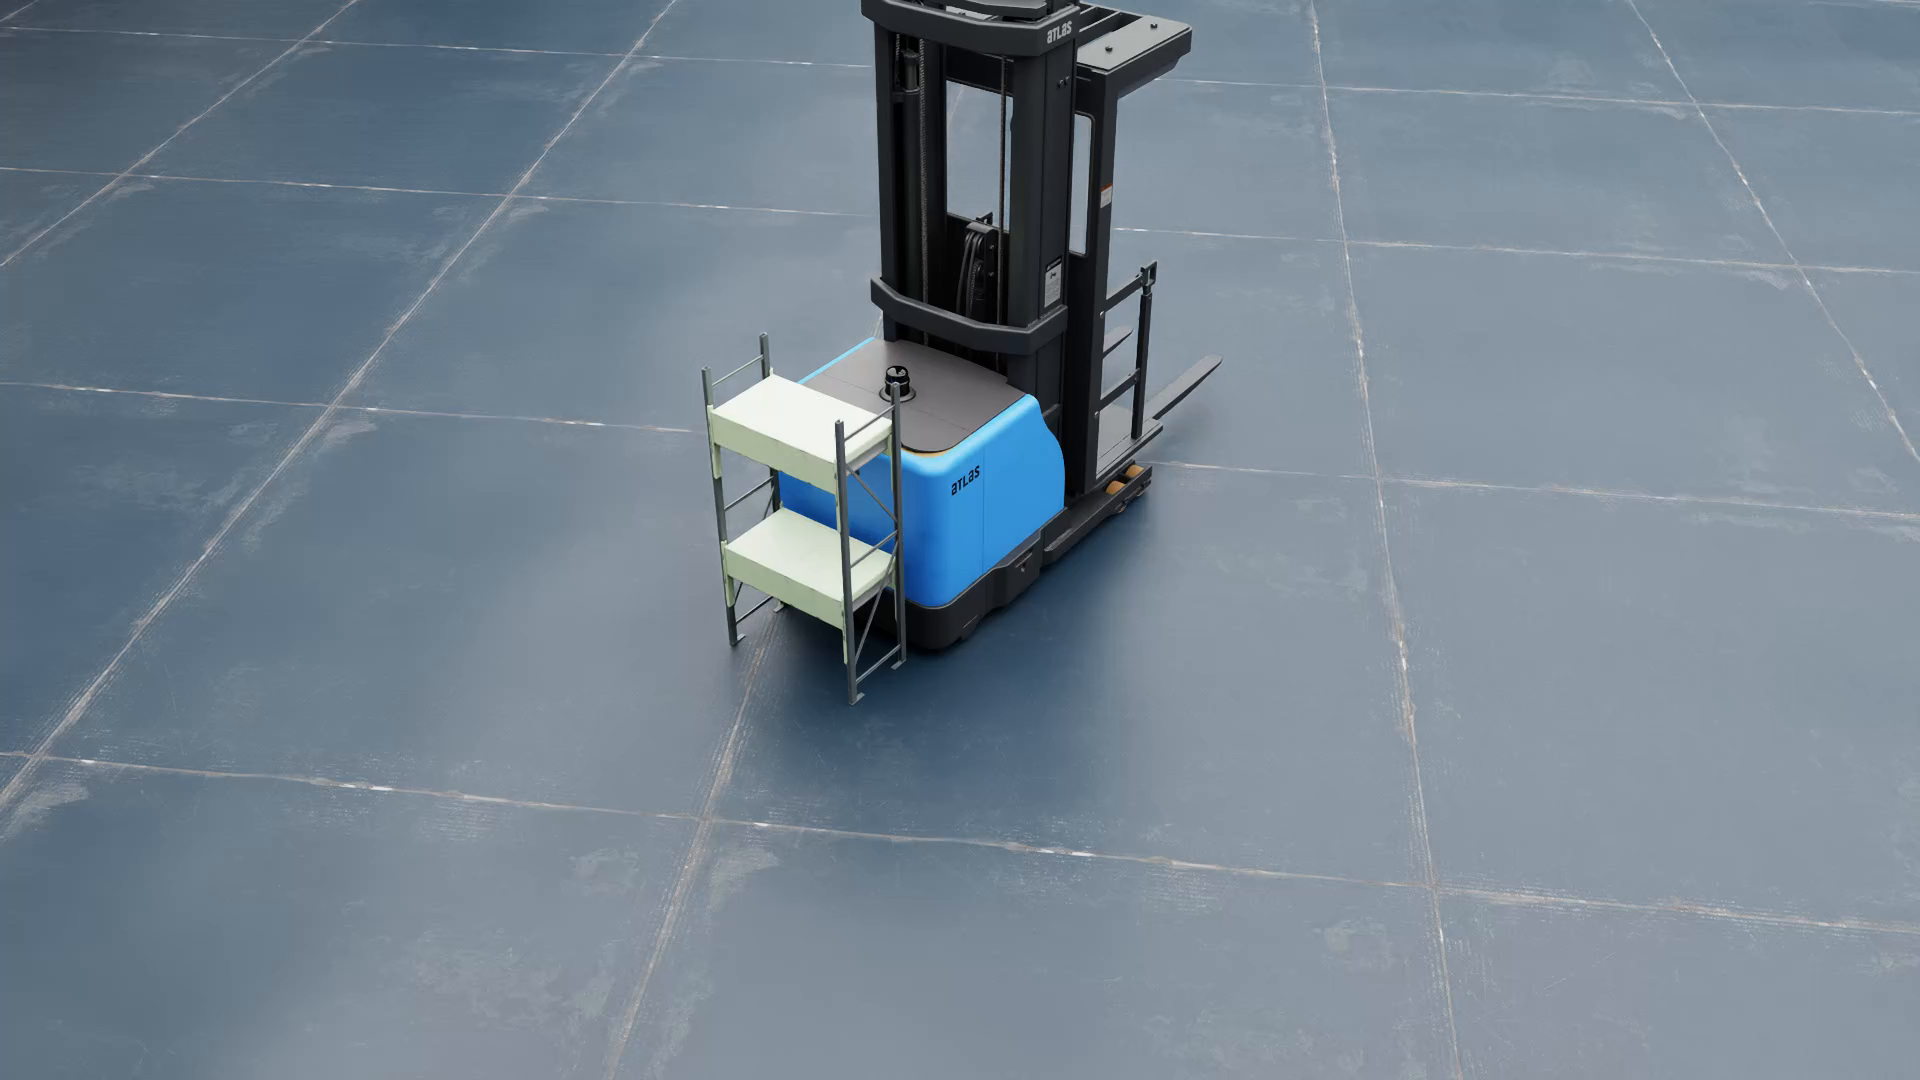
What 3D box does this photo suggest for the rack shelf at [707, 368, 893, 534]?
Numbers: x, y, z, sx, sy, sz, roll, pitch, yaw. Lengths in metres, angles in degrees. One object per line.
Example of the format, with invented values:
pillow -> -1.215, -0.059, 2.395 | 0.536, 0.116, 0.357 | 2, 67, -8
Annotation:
rack shelf -> -0.674, -0.397, 7.200 | 0.720, 0.370, 0.431 | 23, 42, 29

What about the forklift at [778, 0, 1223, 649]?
forklift -> 0.373, -1.488, 8.169 | 1.130, 2.935, 3.031 | 23, 42, 29

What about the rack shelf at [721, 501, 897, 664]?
rack shelf -> -0.674, 0.186, 7.617 | 0.720, 0.370, 0.431 | 23, 42, 29

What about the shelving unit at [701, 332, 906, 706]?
shelving unit -> -0.674, -0.079, 7.427 | 0.755, 1.500, 0.431 | 23, 42, 29

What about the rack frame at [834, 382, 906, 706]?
rack frame -> -0.379, 0.046, 7.251 | 0.023, 1.500, 0.400 | 23, 42, 29

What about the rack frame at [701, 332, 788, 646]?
rack frame -> -0.969, -0.205, 7.603 | 0.023, 1.500, 0.400 | 23, 42, 29
